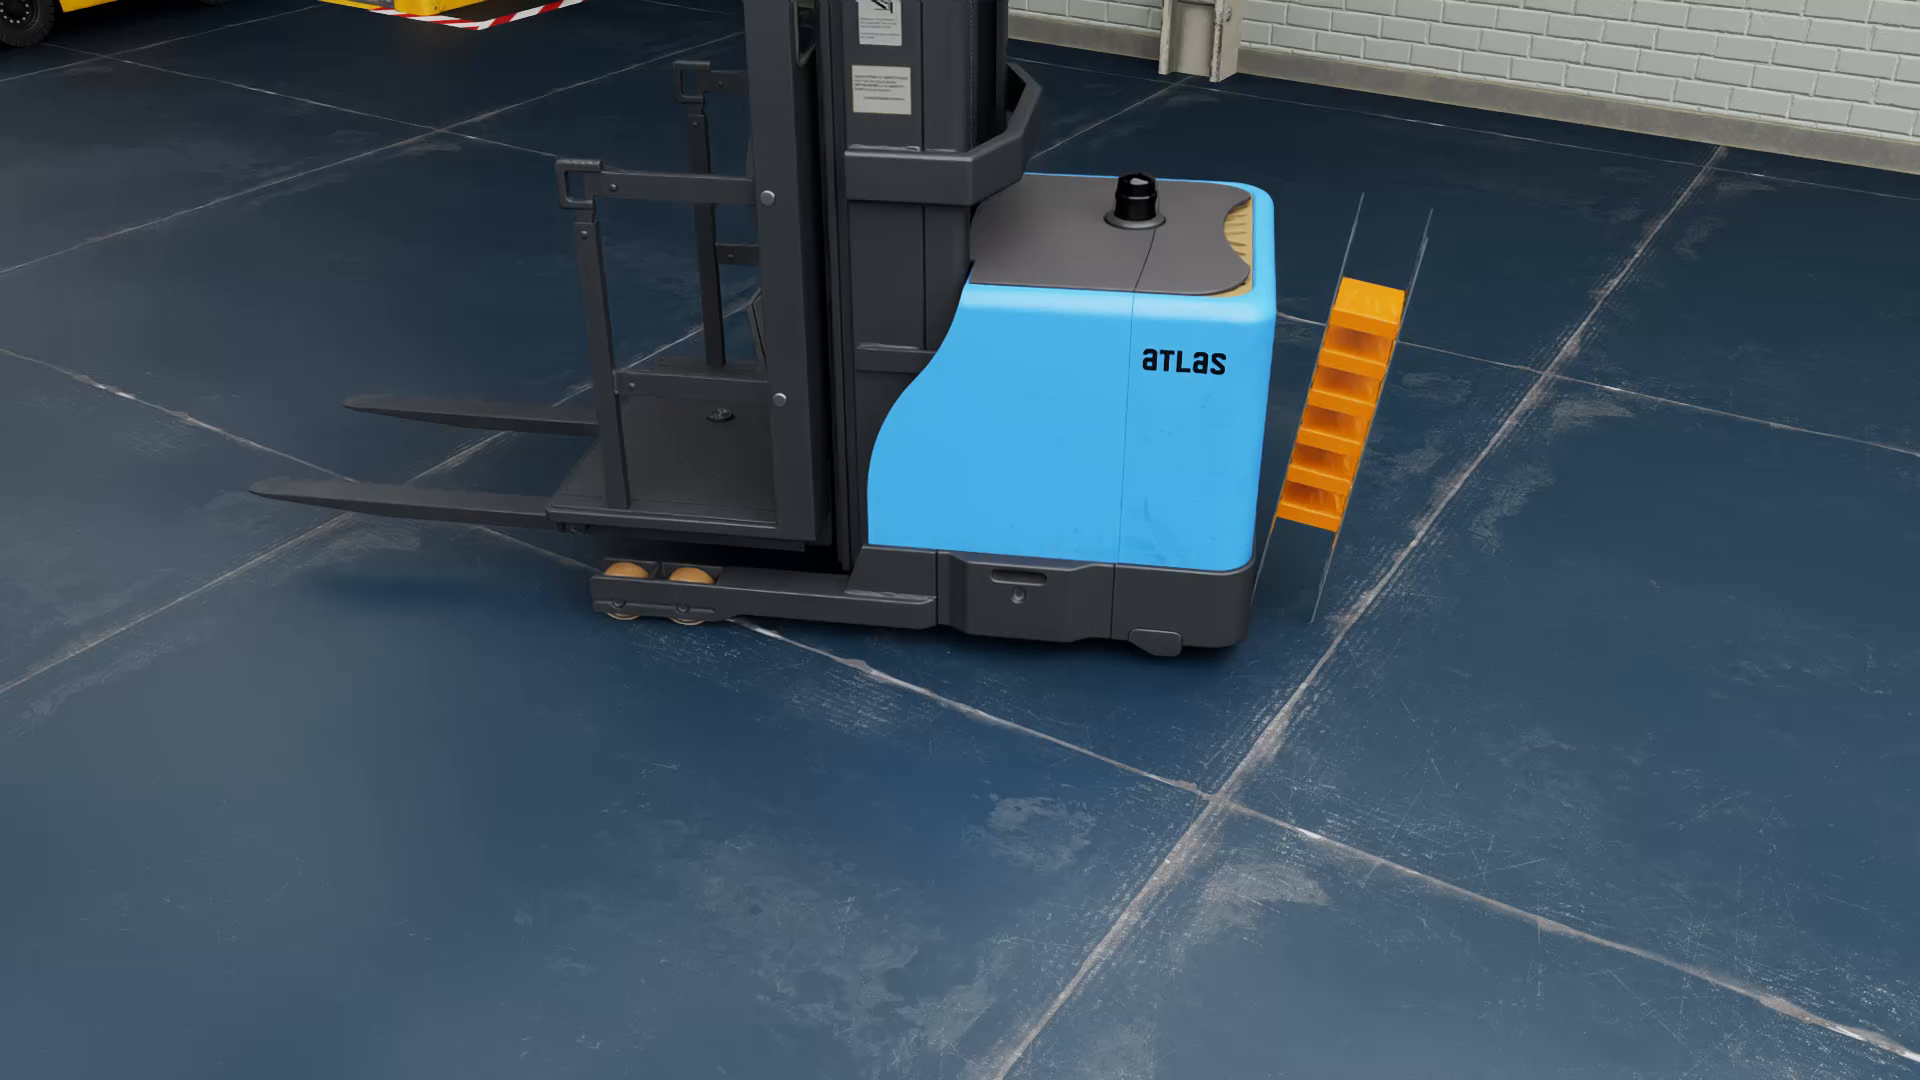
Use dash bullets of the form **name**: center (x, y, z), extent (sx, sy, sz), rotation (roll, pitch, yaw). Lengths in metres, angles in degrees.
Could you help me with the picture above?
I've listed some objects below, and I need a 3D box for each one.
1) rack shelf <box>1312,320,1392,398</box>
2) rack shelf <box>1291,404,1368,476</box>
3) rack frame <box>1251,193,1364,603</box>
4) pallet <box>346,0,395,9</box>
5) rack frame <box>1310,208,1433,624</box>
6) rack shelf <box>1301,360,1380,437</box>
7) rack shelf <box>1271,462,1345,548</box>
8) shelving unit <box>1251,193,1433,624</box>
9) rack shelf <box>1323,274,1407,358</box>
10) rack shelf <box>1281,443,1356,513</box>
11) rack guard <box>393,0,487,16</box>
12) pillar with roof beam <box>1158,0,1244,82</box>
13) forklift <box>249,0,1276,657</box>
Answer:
- **rack shelf**: center (1.072, -0.503, 4.522), extent (0.180, 0.103, 0.258), rotation (15, 33, 10)
- **rack shelf**: center (1.041, -0.302, 4.650), extent (0.180, 0.103, 0.258), rotation (15, 33, 10)
- **rack frame**: center (0.960, -0.364, 4.643), extent (0.006, 1.200, 0.240), rotation (15, 33, 10)
- **pallet**: center (-4.188, -4.168, 12.184), extent (1.213, 0.211, 1.003), rotation (18, 35, 27)
- **rack frame**: center (1.133, -0.316, 4.610), extent (0.006, 1.200, 0.240), rotation (15, 33, 10)
- **rack shelf**: center (1.056, -0.403, 4.586), extent (0.180, 0.103, 0.258), rotation (15, 33, 10)
- **rack shelf**: center (1.009, -0.102, 4.778), extent (0.180, 0.103, 0.258), rotation (15, 33, 10)
- **shelving unit**: center (1.046, -0.340, 4.626), extent (0.189, 1.200, 0.258), rotation (15, 33, 10)
- **rack shelf**: center (1.088, -0.603, 4.458), extent (0.180, 0.103, 0.258), rotation (15, 33, 10)
- **rack shelf**: center (1.025, -0.202, 4.714), extent (0.180, 0.103, 0.258), rotation (15, 33, 10)
- **rack guard**: center (-3.498, -4.099, 11.780), extent (0.348, 0.500, 1.175), rotation (18, 35, 27)
- **pillar with roof beam**: center (-0.836, -4.903, 4.724), extent (0.400, 9.000, 9.100), rotation (18, 35, 27)
- **forklift**: center (-0.624, -1.275, 4.527), extent (3.031, 2.935, 1.130), rotation (4, 31, 8)
